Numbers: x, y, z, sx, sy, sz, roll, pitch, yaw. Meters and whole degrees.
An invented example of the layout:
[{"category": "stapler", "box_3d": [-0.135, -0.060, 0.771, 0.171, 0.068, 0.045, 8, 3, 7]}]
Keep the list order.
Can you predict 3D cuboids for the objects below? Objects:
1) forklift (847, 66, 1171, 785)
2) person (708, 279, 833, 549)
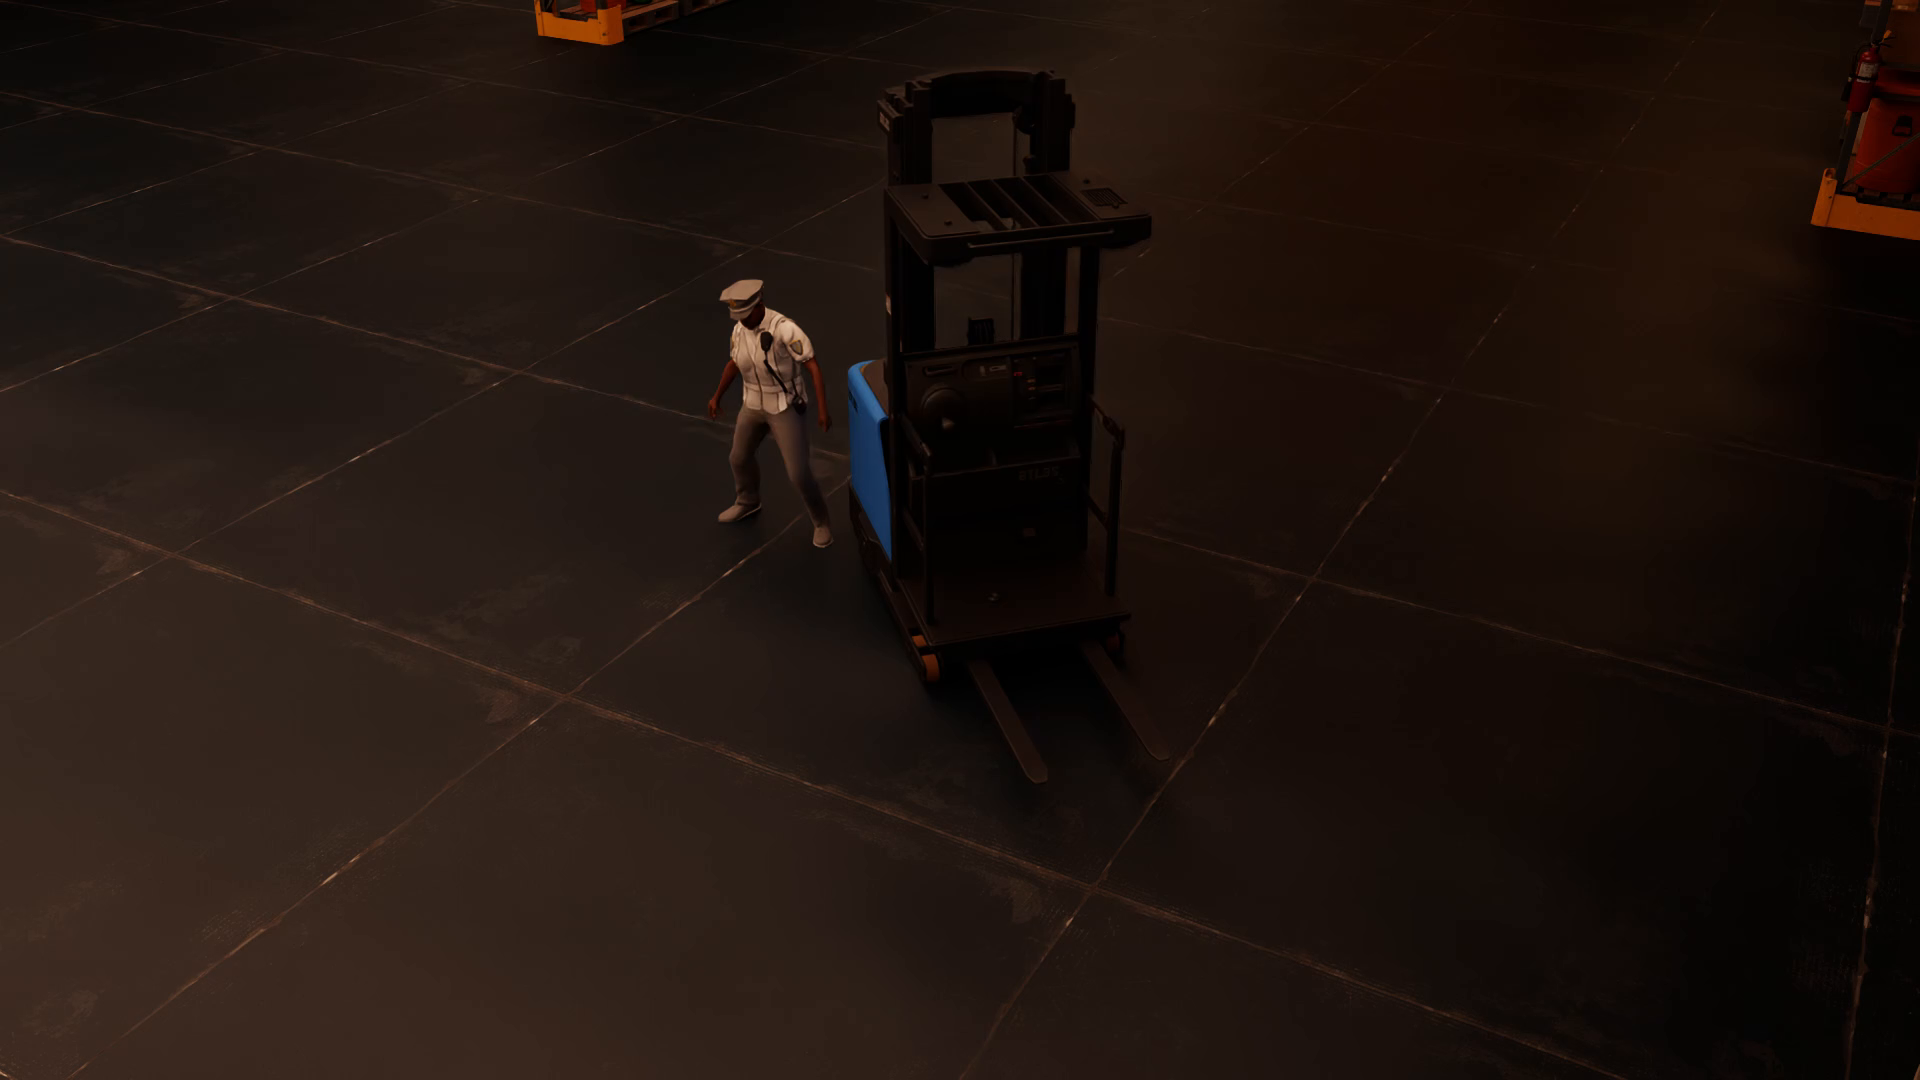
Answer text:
[{"category": "forklift", "box_3d": [0.239, -0.731, 8.337, 1.130, 2.935, 3.031, -8, 31, -14]}, {"category": "person", "box_3d": [-1.124, -0.747, 9.711, 0.843, 1.624, 0.414, 15, 33, 24]}]
